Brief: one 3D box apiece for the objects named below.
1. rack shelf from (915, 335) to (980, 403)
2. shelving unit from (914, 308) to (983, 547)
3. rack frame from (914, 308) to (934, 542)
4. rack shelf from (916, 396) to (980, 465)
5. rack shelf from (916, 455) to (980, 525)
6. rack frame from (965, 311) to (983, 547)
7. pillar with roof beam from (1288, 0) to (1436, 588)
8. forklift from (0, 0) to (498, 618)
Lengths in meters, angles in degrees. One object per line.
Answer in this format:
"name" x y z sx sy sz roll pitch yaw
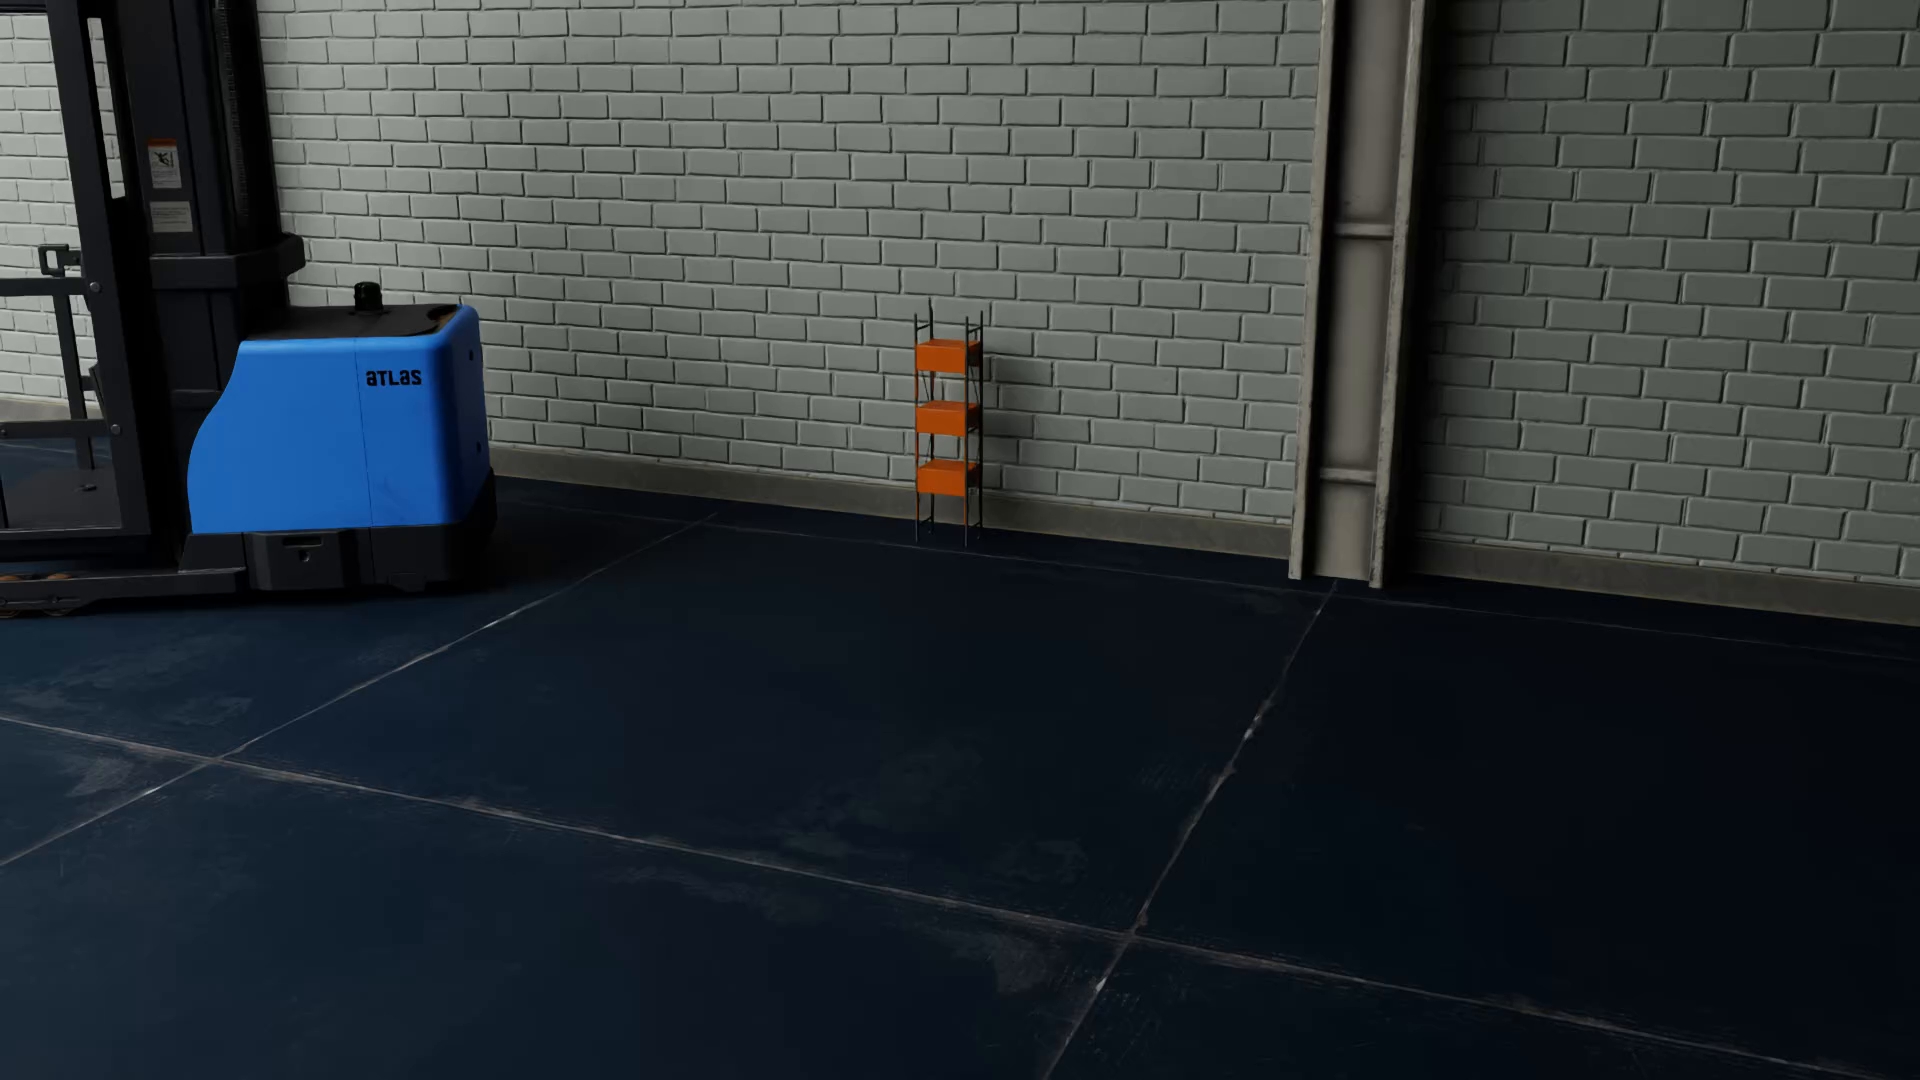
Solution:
"rack shelf" -0.050 -0.772 7.470 0.240 0.259 0.215 6 17 21
"shelving unit" -0.050 -0.510 7.546 0.252 1.050 0.215 6 17 21
"rack frame" -0.163 -0.522 7.589 0.008 1.050 0.200 6 17 21
"rack shelf" -0.050 -0.499 7.549 0.240 0.259 0.215 6 17 21
"rack shelf" -0.050 -0.233 7.627 0.240 0.259 0.215 6 17 21
"rack frame" 0.064 -0.497 7.503 0.008 1.050 0.200 6 17 21
"pillar with roof beam" 0.065 -3.061 2.078 0.400 9.000 9.100 6 17 21
"forklift" -3.589 -1.255 6.738 3.031 2.935 1.130 -2 16 -8
